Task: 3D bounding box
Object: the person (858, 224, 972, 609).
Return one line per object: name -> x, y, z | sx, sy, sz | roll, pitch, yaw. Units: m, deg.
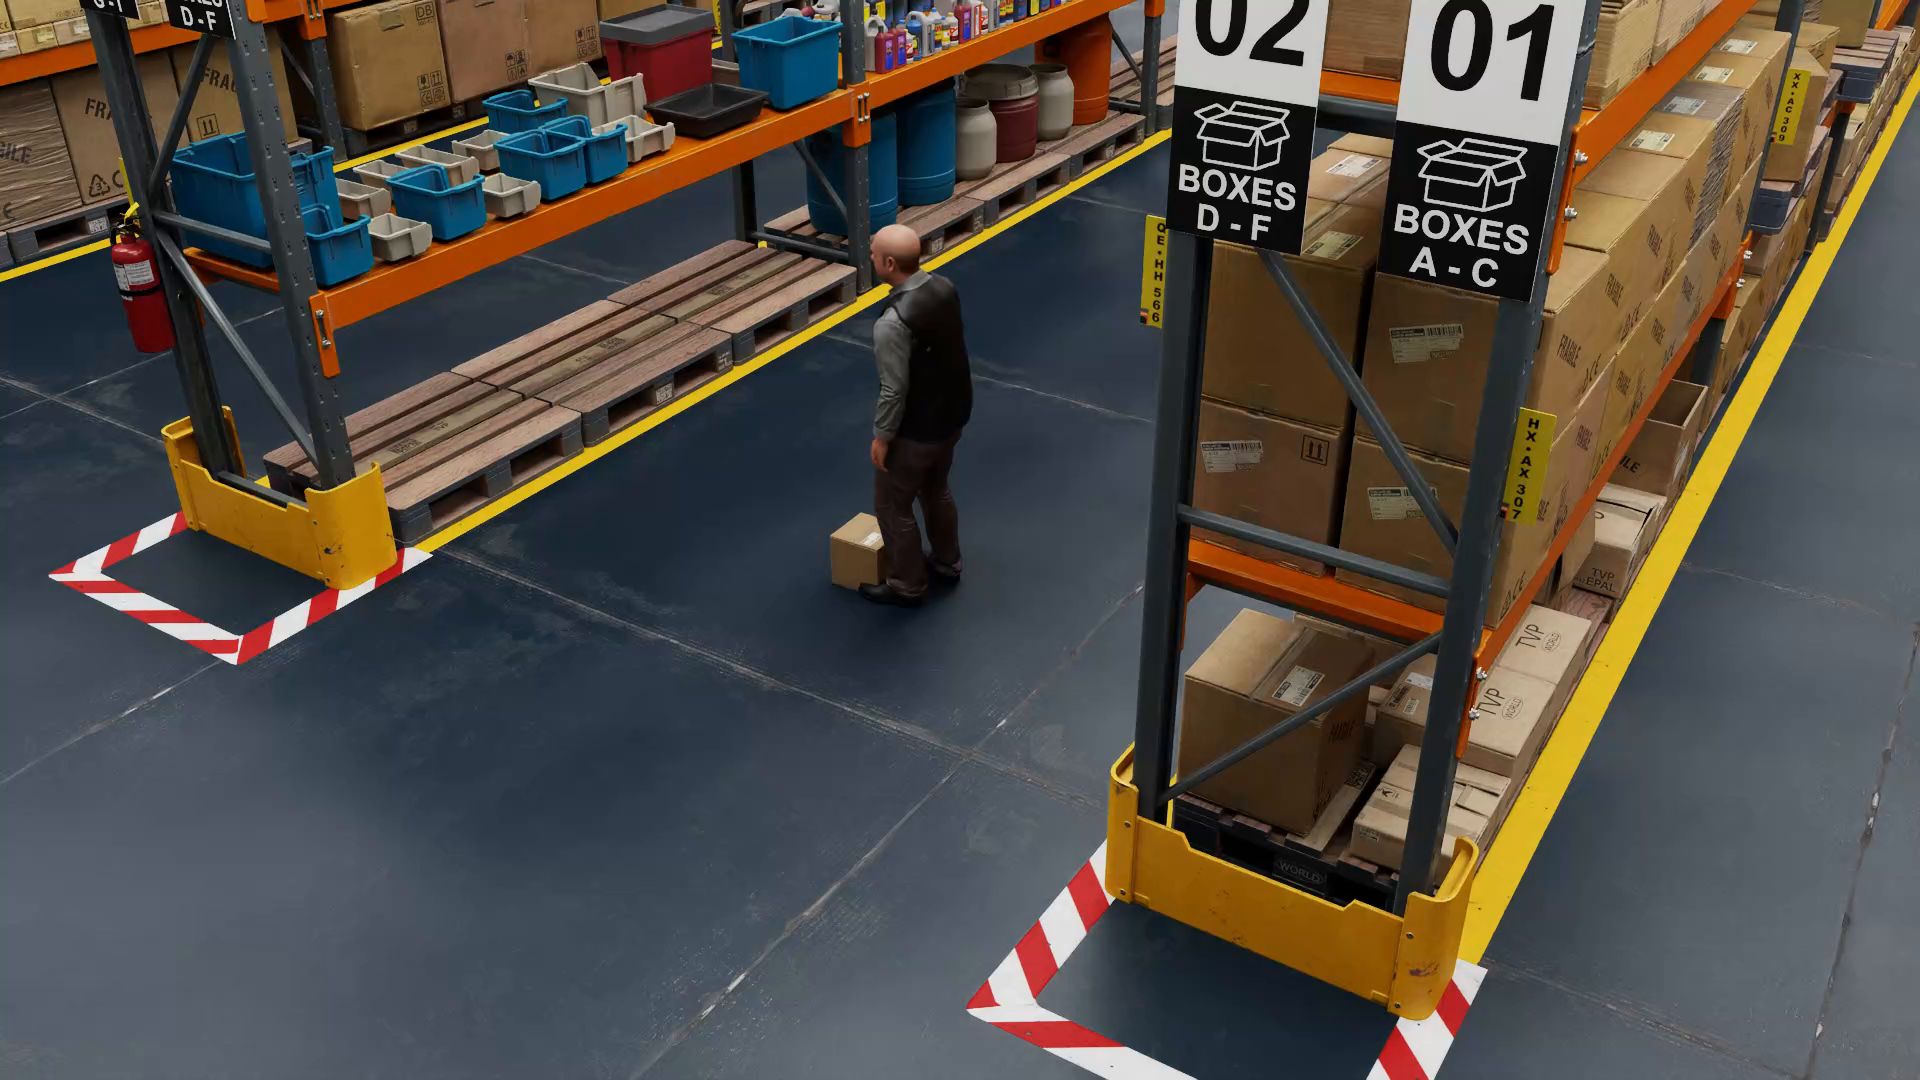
person -> -0.195, -0.500, 7.010 | 0.470, 1.721, 0.594 | 16, 34, 25
